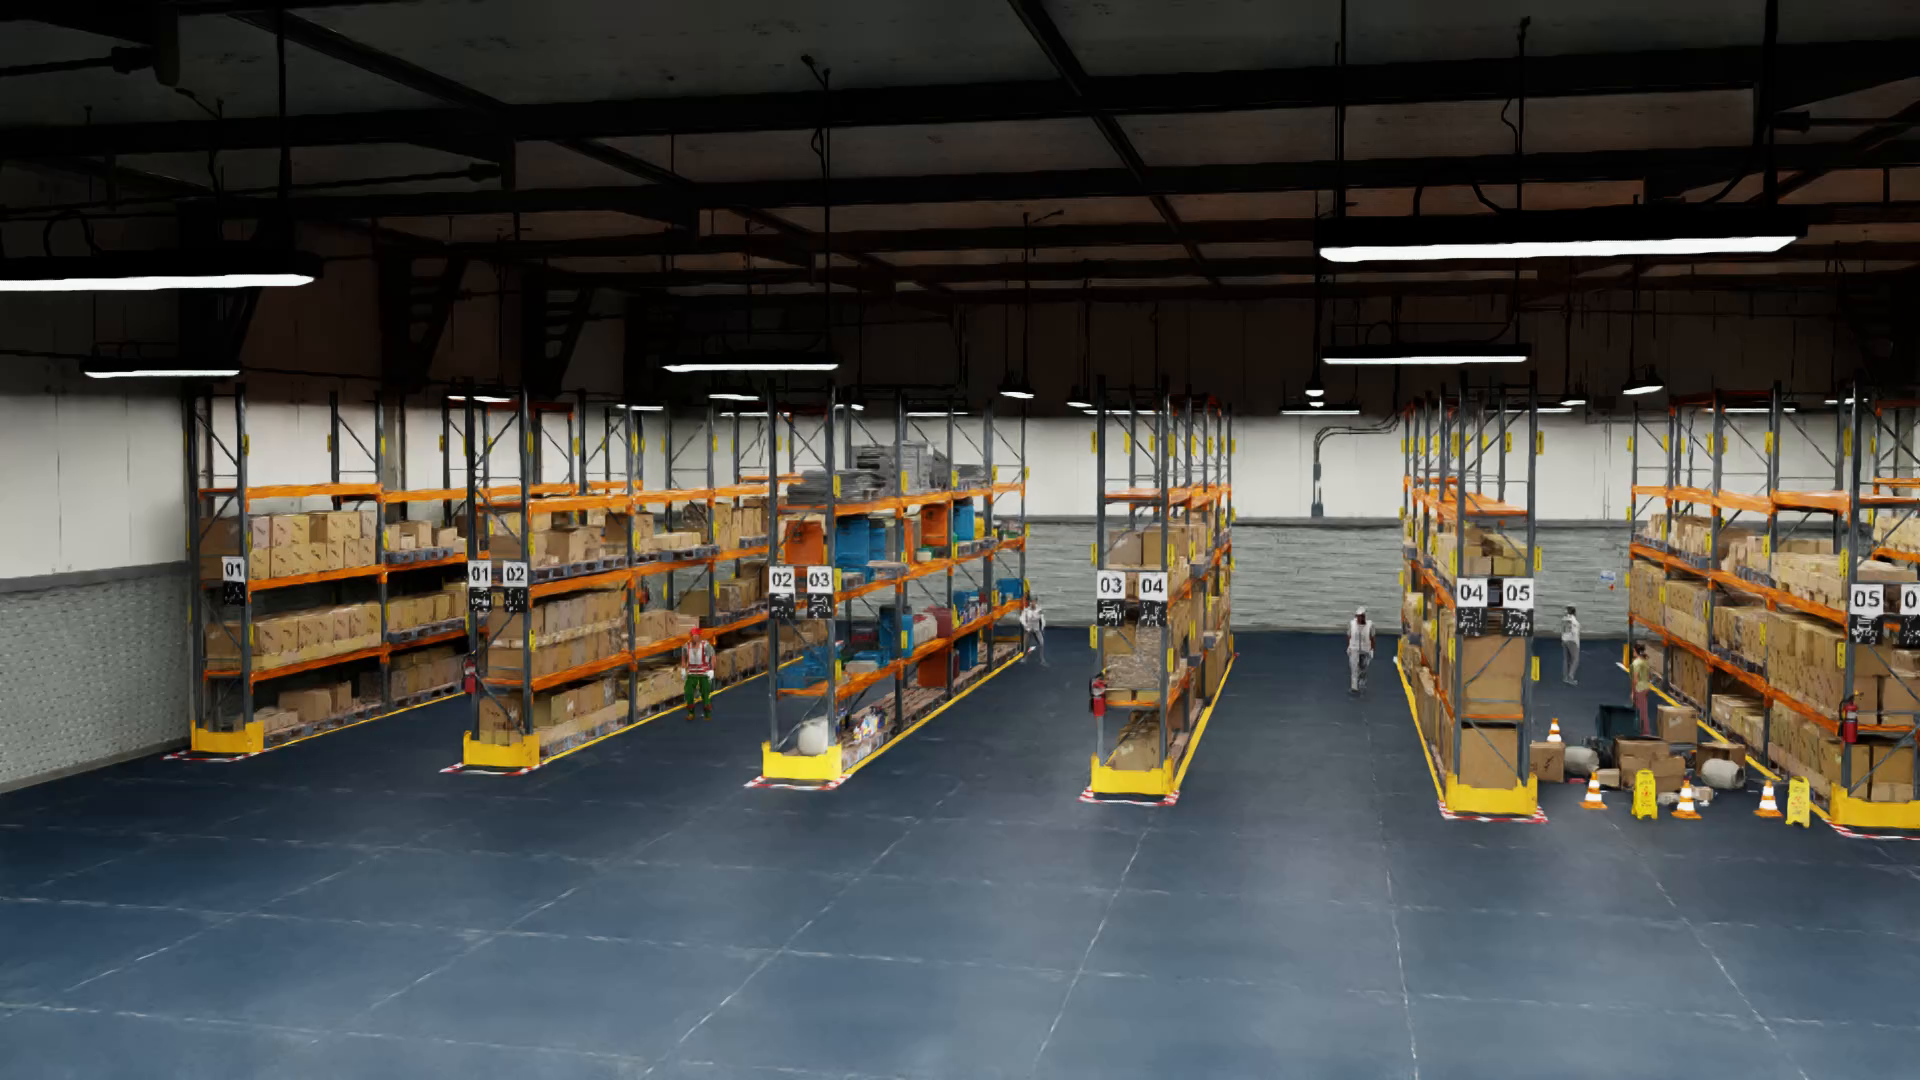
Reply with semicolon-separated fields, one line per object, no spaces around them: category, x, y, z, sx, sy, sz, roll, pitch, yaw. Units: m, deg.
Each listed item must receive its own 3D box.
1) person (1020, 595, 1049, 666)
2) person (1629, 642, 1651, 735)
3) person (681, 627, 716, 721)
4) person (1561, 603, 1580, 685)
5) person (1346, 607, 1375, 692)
person;1.656;2.030;37.758;0.638;1.607;0.814;0;3;-5
person;11.414;2.547;28.045;0.569;1.668;0.558;3;4;40
person;-4.737;2.421;30.058;0.677;1.742;0.552;1;3;11
person;12.840;2.191;34.922;0.353;1.727;0.538;-1;3;-14
person;8.155;2.202;33.818;0.563;1.707;1.118;1;3;10
